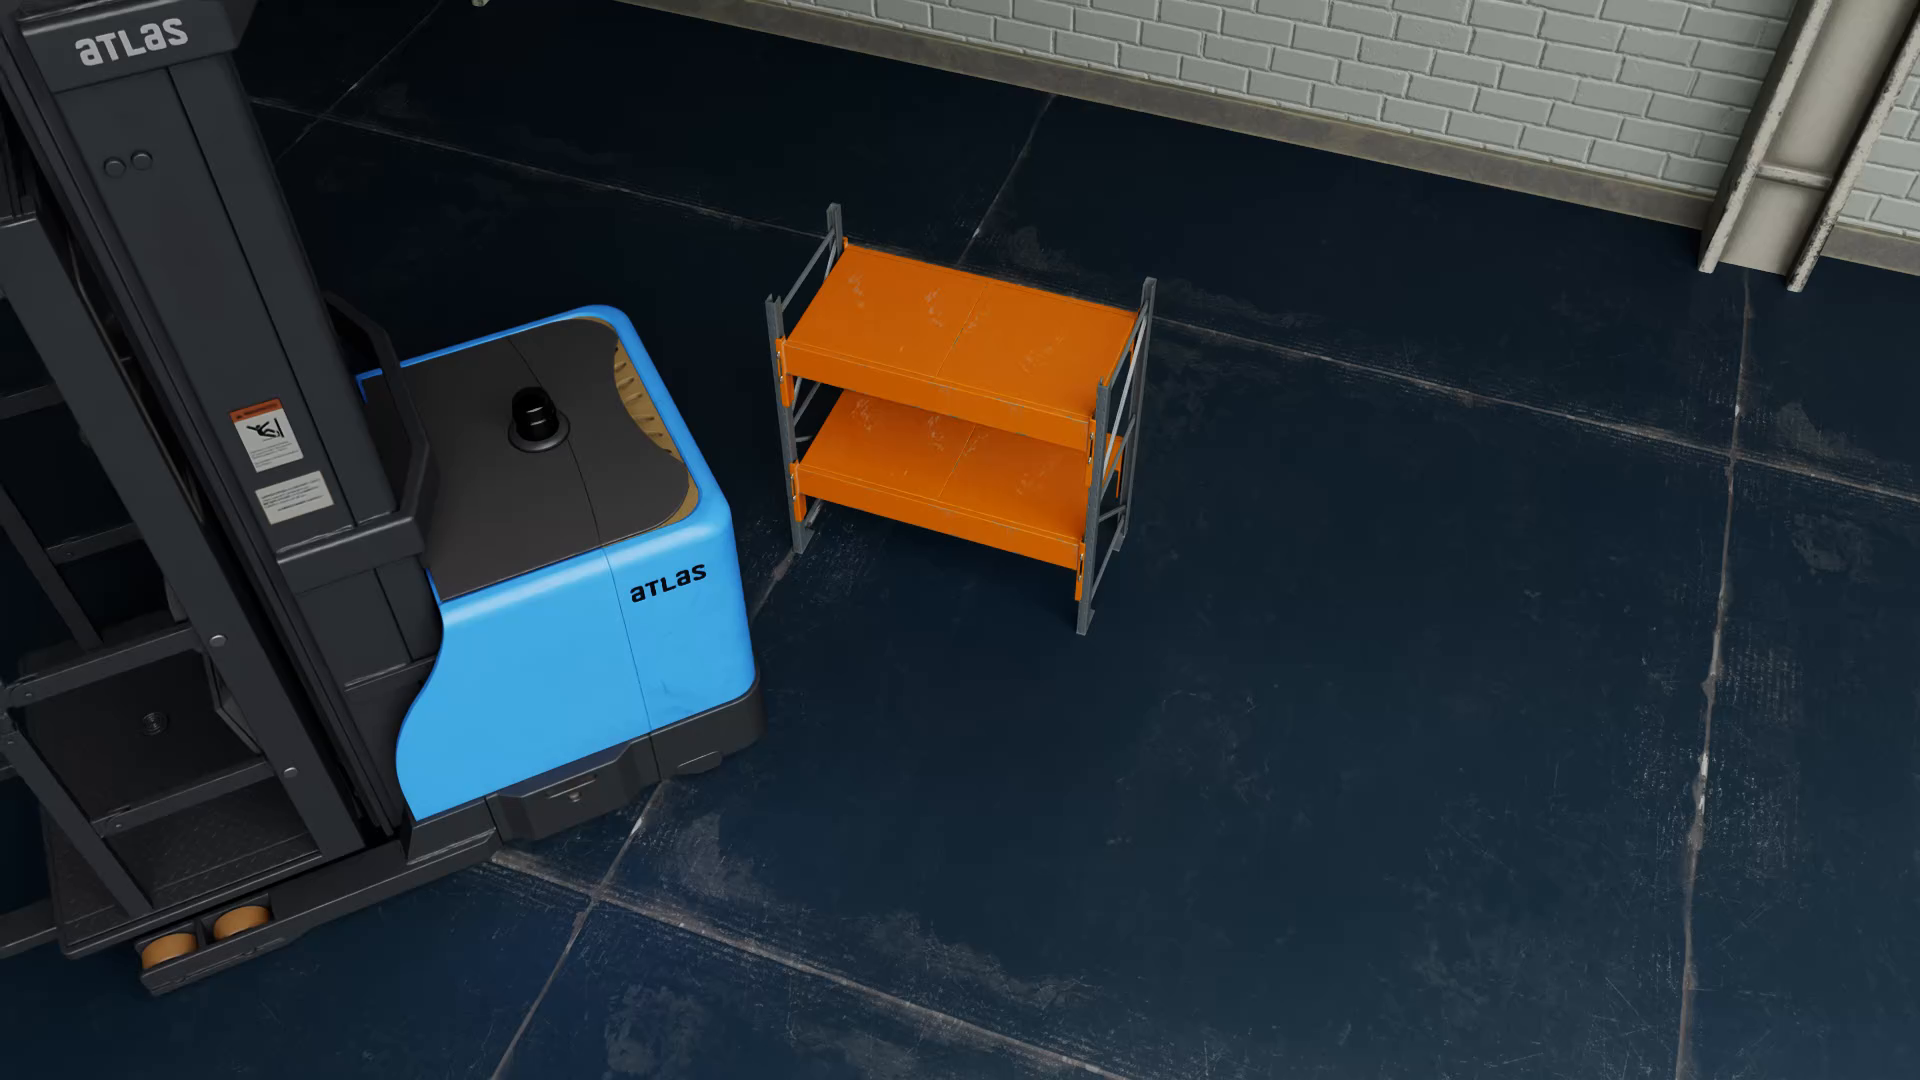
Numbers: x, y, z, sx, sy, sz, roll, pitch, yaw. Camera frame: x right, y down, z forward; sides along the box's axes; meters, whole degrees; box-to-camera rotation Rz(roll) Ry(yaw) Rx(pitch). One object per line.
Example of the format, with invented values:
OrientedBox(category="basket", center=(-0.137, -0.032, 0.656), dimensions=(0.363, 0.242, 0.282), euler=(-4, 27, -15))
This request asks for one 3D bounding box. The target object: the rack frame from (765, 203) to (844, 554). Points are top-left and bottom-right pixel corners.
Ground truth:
OrientedBox(category="rack frame", center=(-0.471, -0.500, 5.439), dimensions=(0.032, 1.125, 0.500), euler=(16, 51, 13))

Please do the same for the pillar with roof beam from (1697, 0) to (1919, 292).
OrientedBox(category="pillar with roof beam", center=(1.714, -1.038, 0.695), dimensions=(0.400, 9.000, 9.100), euler=(16, 51, 13))

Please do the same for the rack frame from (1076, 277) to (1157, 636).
OrientedBox(category="rack frame", center=(0.483, -0.234, 5.208), dimensions=(0.032, 1.125, 0.500), euler=(16, 51, 13))

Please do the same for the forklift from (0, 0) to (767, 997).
OrientedBox(category="forklift", center=(-2.154, -0.166, 3.954), dimensions=(3.031, 2.935, 1.130), euler=(-20, 52, -17))

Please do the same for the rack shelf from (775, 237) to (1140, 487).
OrientedBox(category="rack shelf", center=(0.006, -0.558, 5.102), dimensions=(1.000, 0.278, 0.538), euler=(16, 51, 13))

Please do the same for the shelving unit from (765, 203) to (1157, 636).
OrientedBox(category="shelving unit", center=(0.006, -0.367, 5.323), dimensions=(1.048, 1.125, 0.538), euler=(16, 51, 13))

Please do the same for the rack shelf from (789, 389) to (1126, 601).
OrientedBox(category="rack shelf", center=(0.006, -0.207, 5.508), dimensions=(1.000, 0.278, 0.538), euler=(16, 51, 13))
